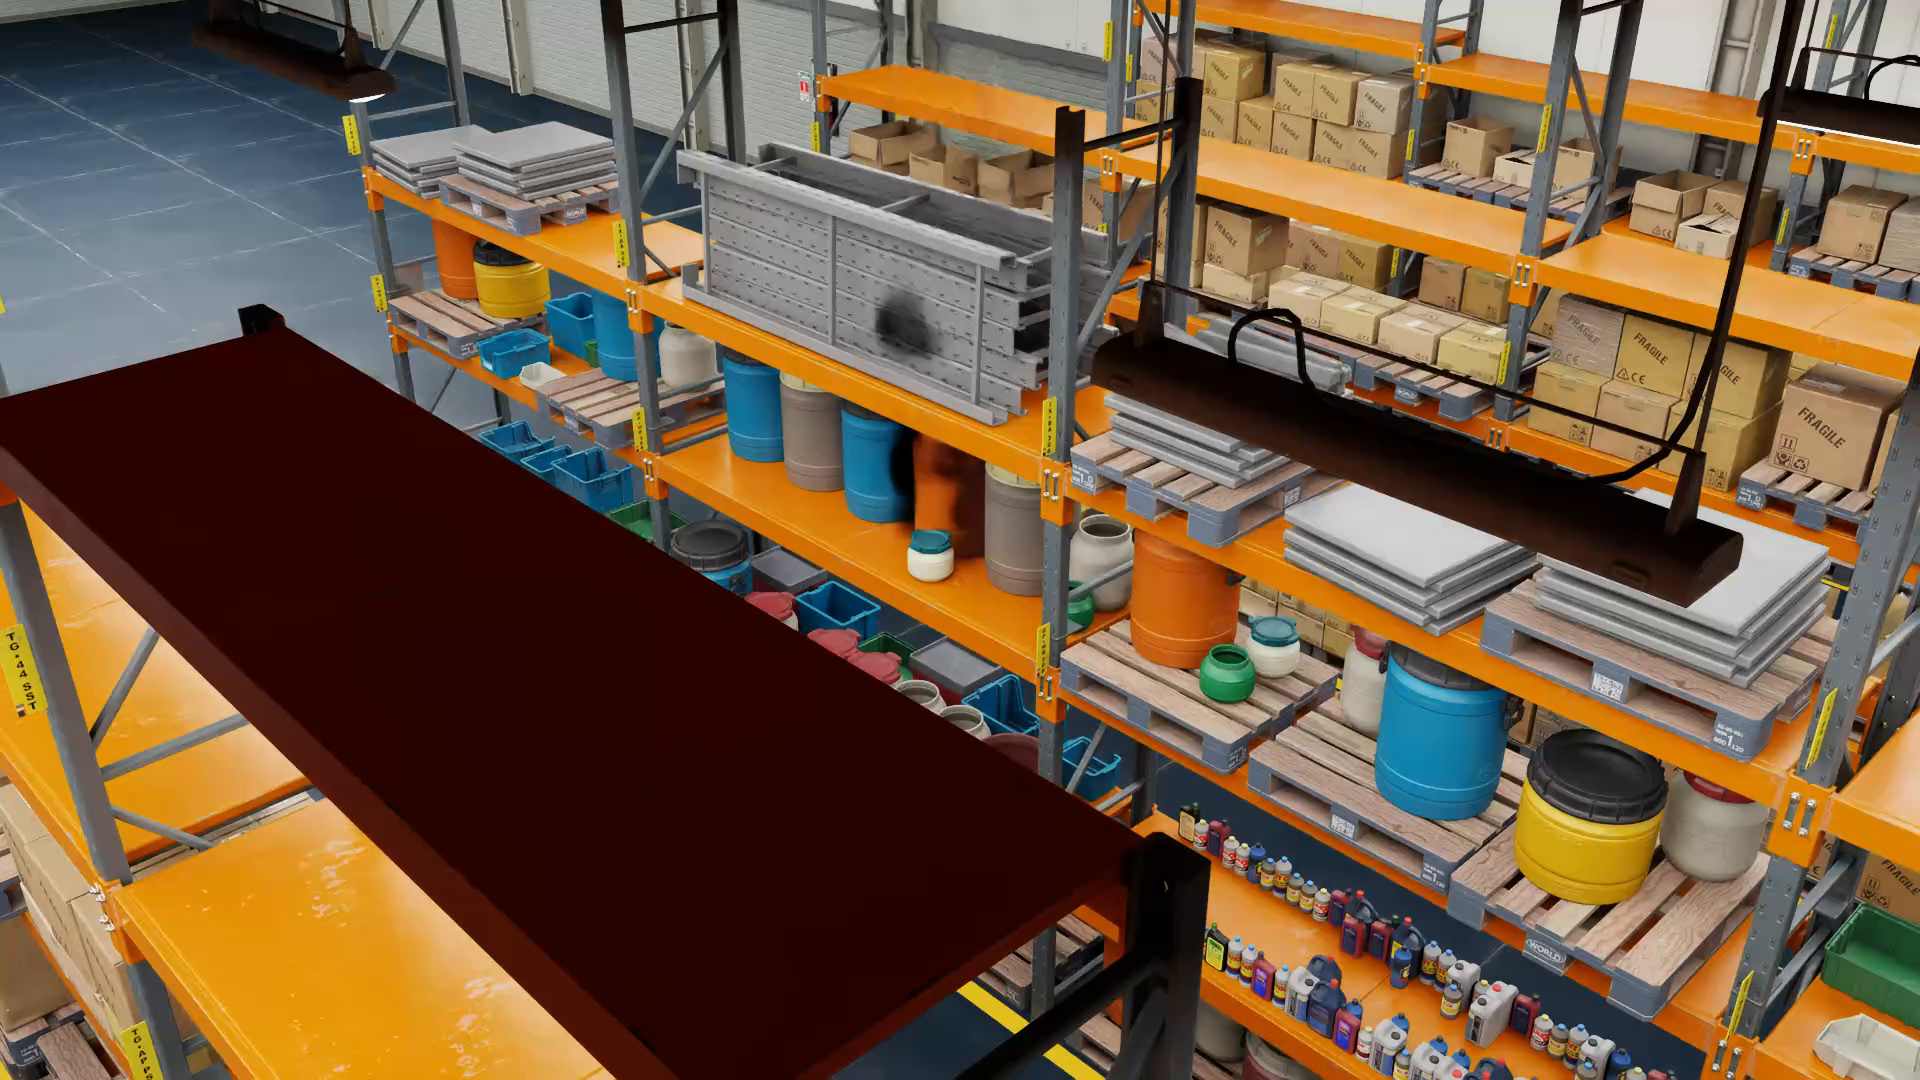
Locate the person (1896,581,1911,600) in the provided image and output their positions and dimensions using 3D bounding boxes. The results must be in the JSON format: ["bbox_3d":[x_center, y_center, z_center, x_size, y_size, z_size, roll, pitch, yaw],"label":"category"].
[{"bbox_3d":[7.336,0.925,13.394,0.624,1.688,0.671,-22,35,-36],"label":"person"}]
